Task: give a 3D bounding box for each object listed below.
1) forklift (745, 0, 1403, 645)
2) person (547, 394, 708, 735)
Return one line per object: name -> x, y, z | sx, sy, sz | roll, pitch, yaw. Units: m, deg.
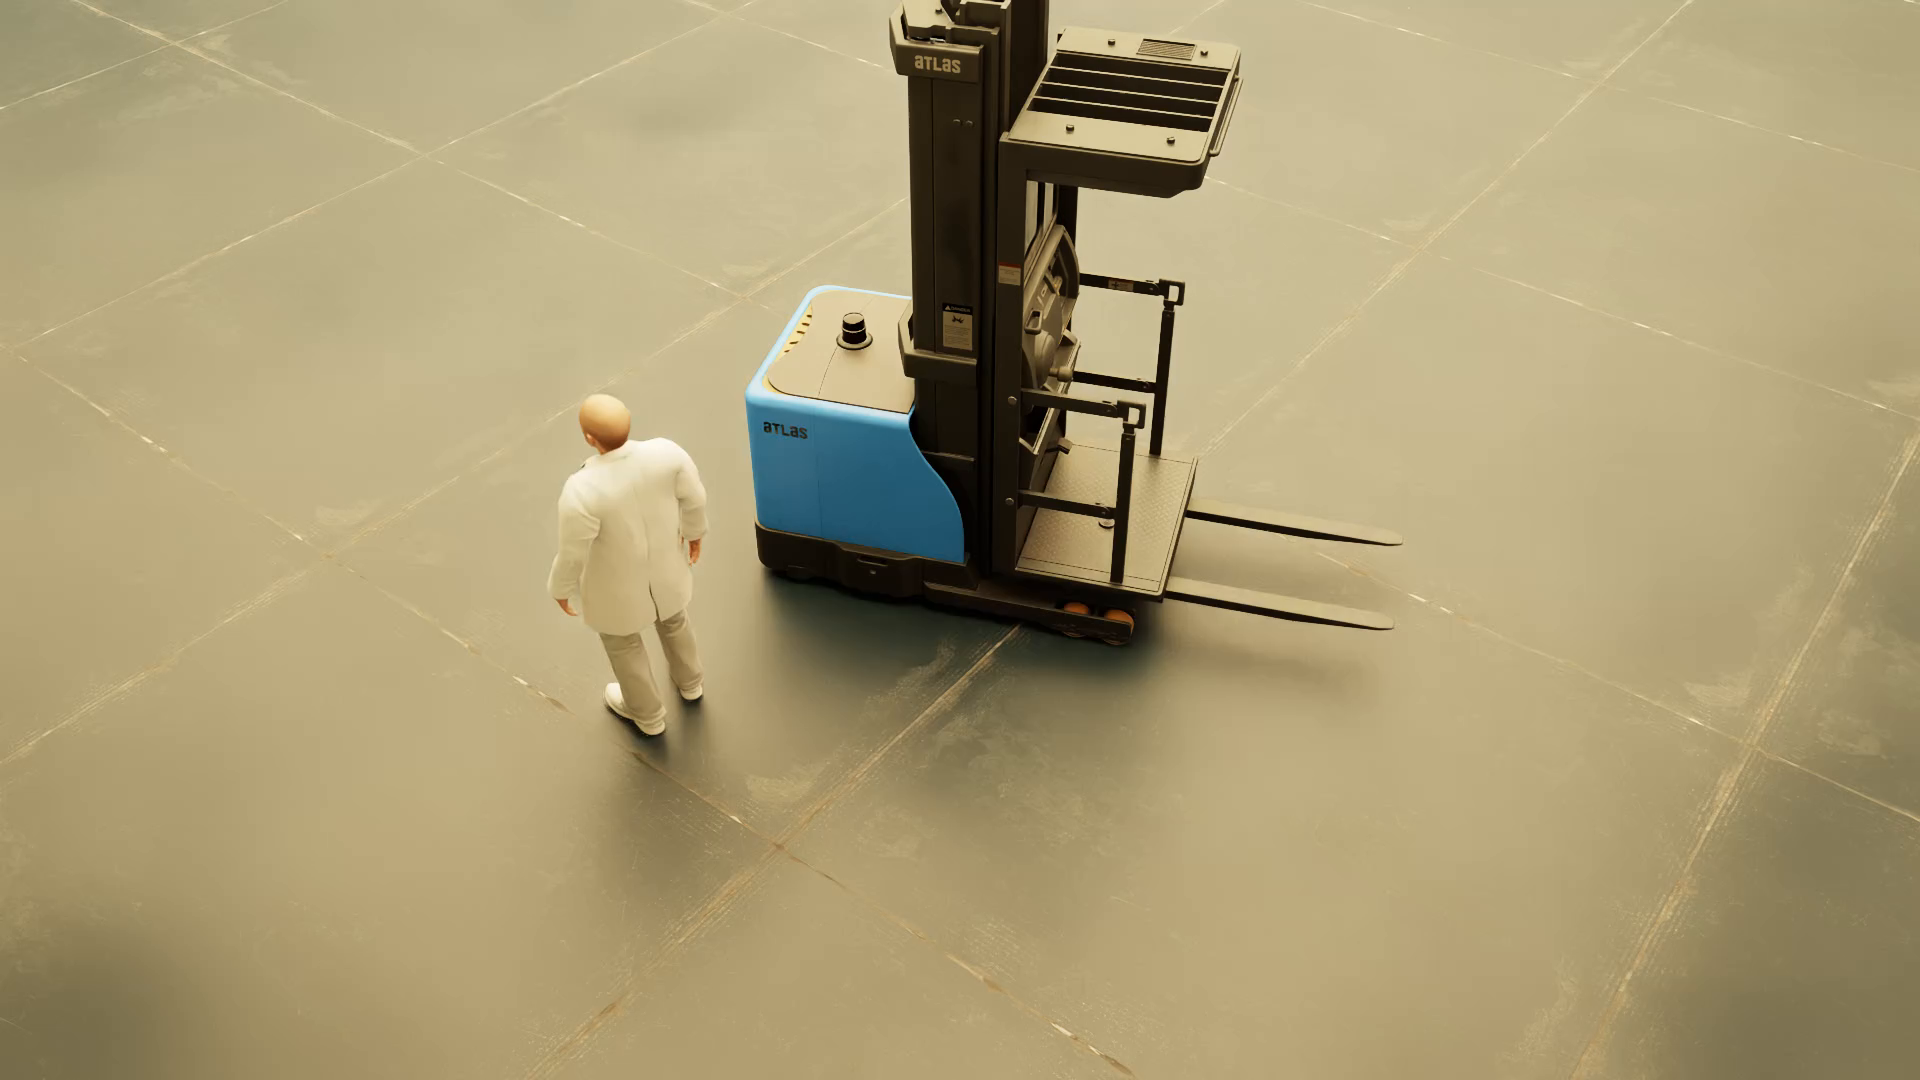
forklift -> 0.587, -1.011, 7.260 | 3.031, 2.935, 1.130 | 10, 41, 12
person -> -1.395, 0.071, 6.877 | 0.713, 1.782, 0.538 | -26, 47, -27
